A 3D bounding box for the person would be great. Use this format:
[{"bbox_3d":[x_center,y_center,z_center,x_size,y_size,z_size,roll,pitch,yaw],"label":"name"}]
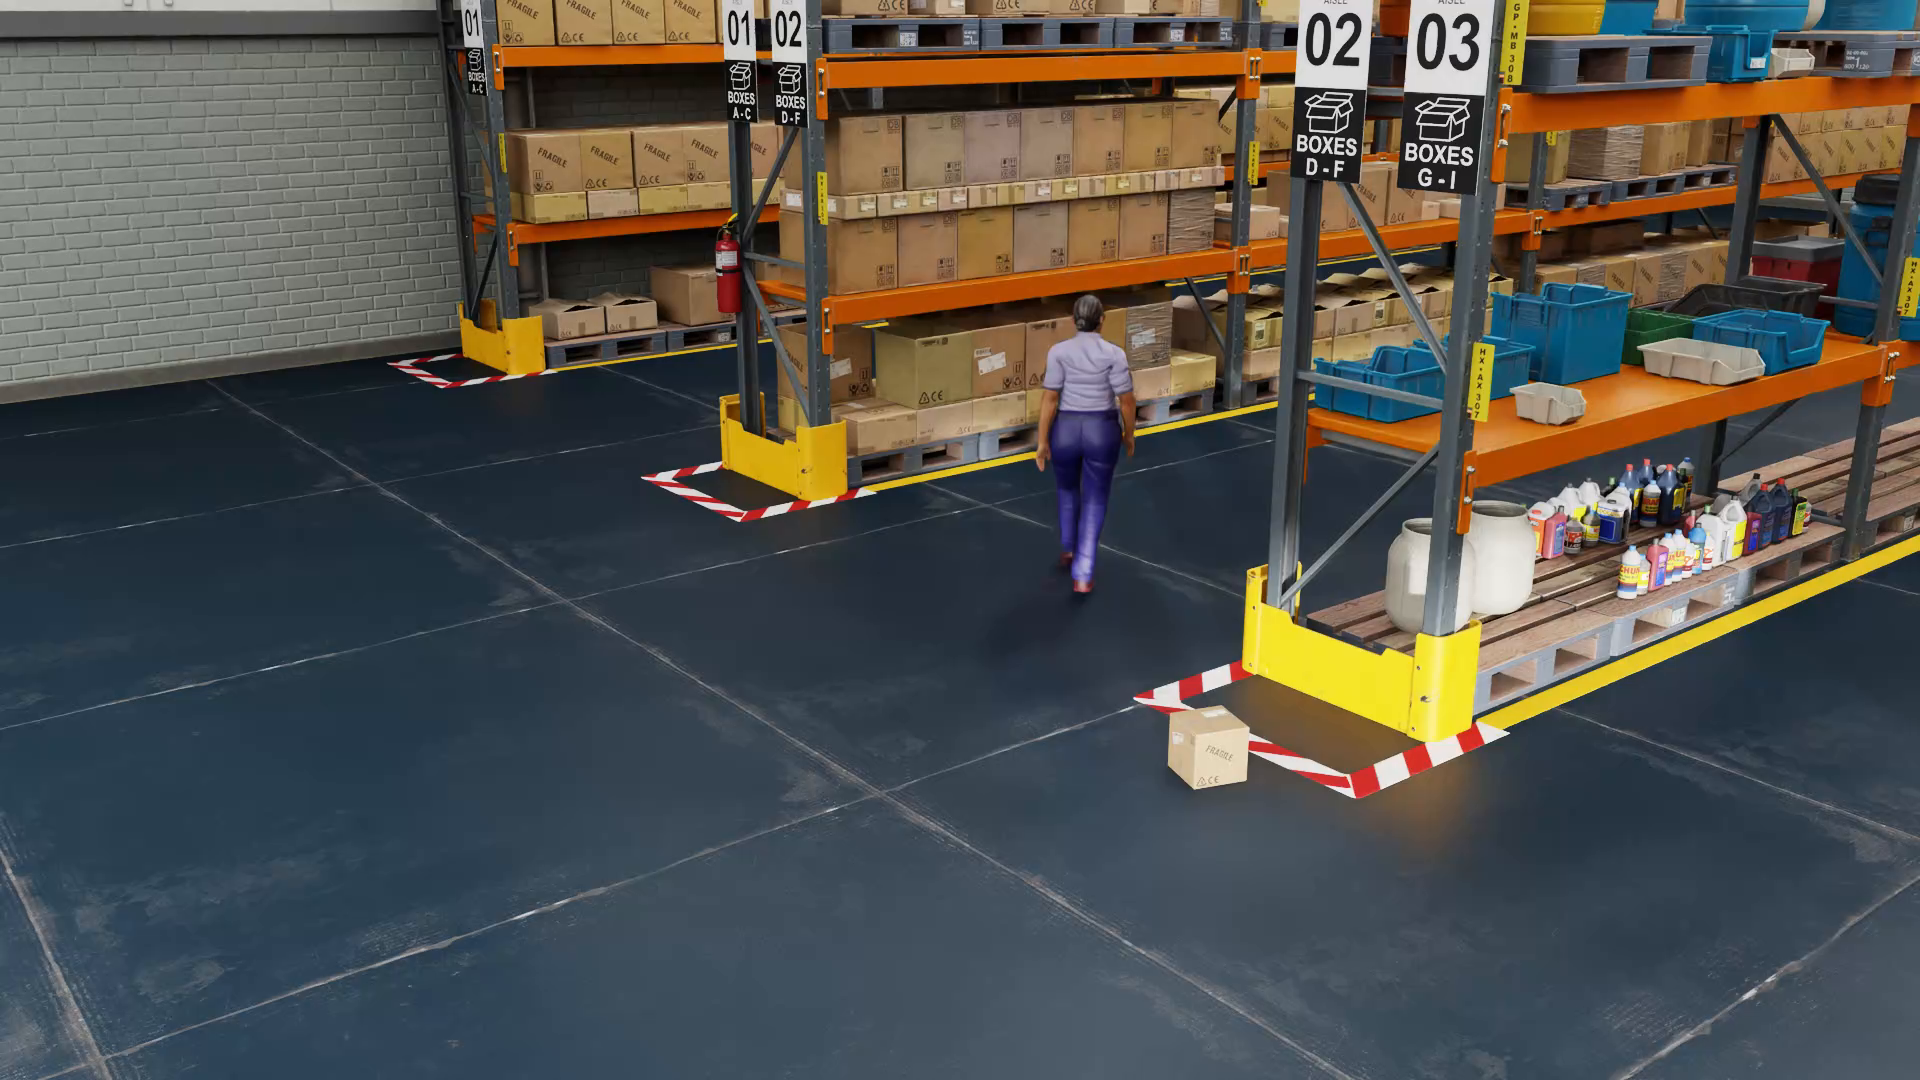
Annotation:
[{"bbox_3d":[0.724,-0.548,9.305,0.518,1.666,0.807,5,18,14],"label":"person"}]
